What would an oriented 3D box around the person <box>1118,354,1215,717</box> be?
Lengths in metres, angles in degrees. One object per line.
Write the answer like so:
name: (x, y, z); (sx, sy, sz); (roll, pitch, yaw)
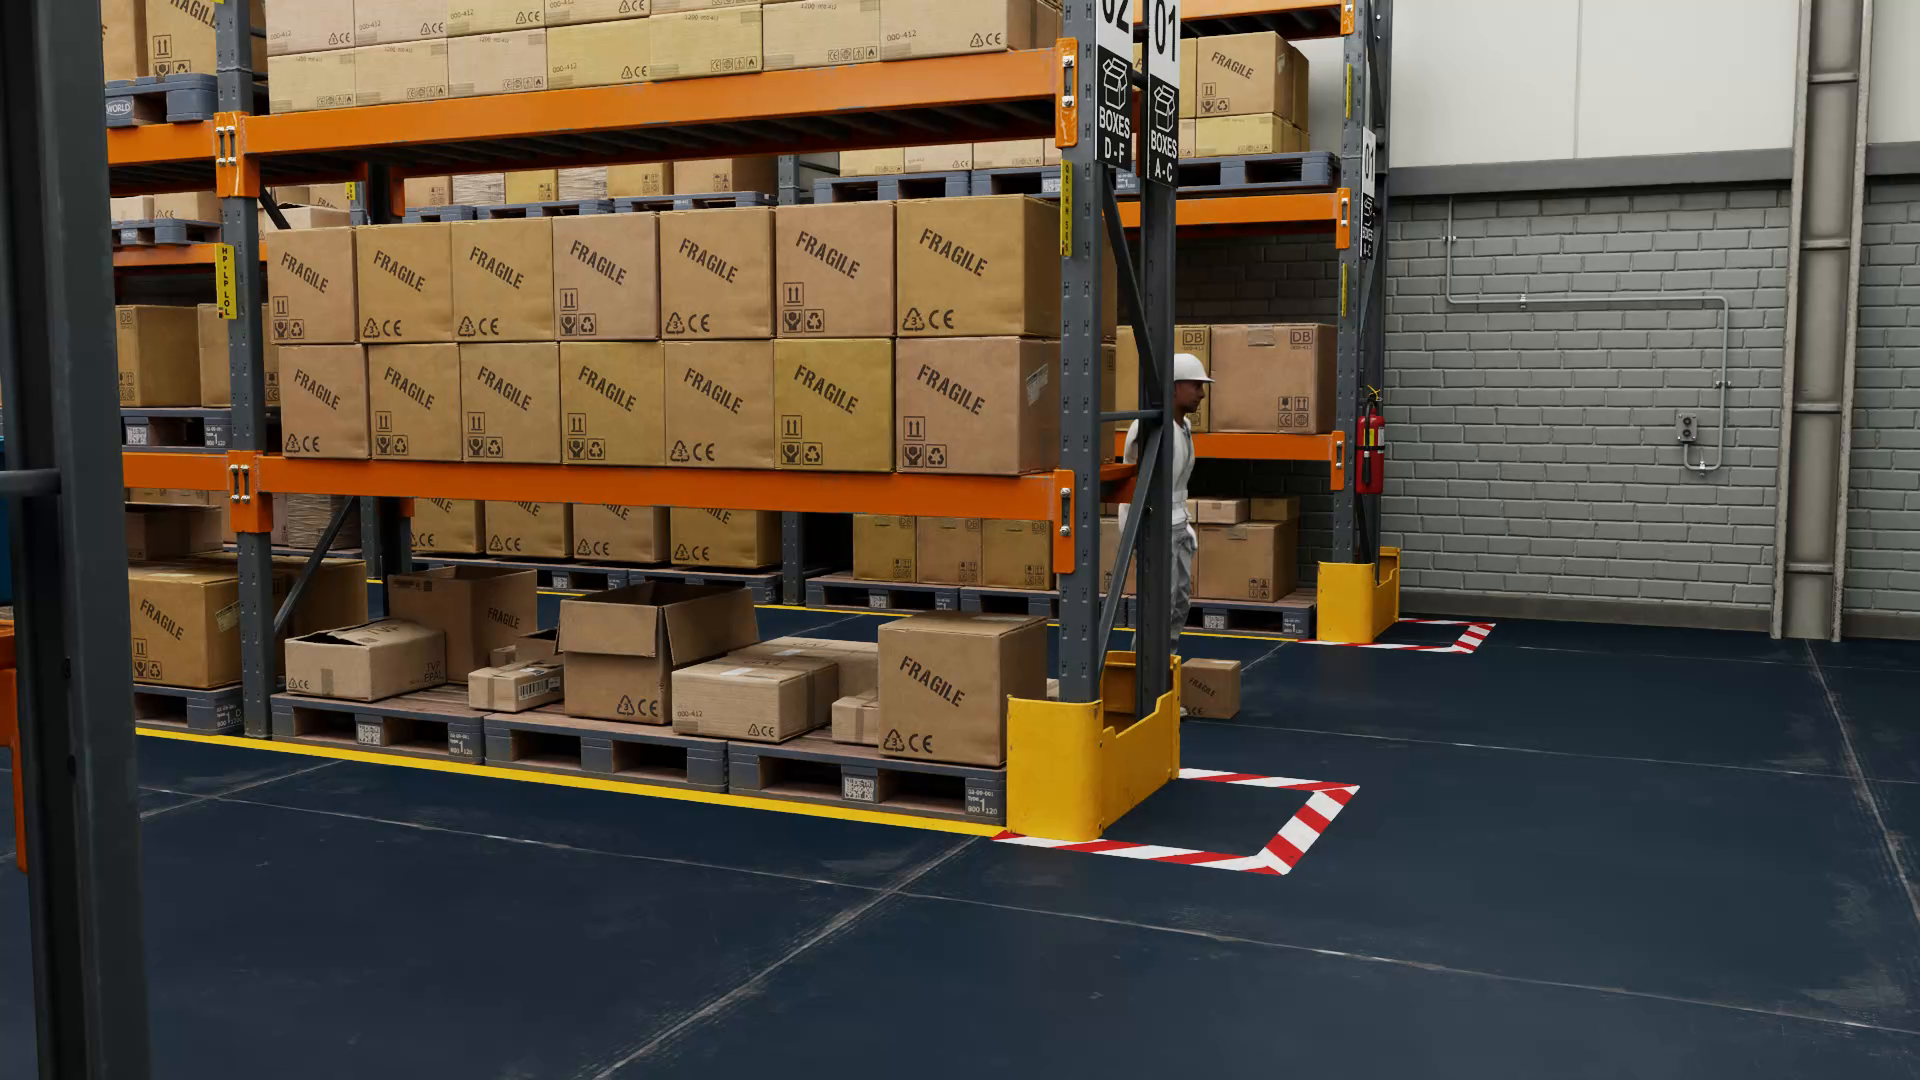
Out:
person: (1.024, -0.030, 8.237); (0.450, 1.774, 0.617); (2, 6, 23)
